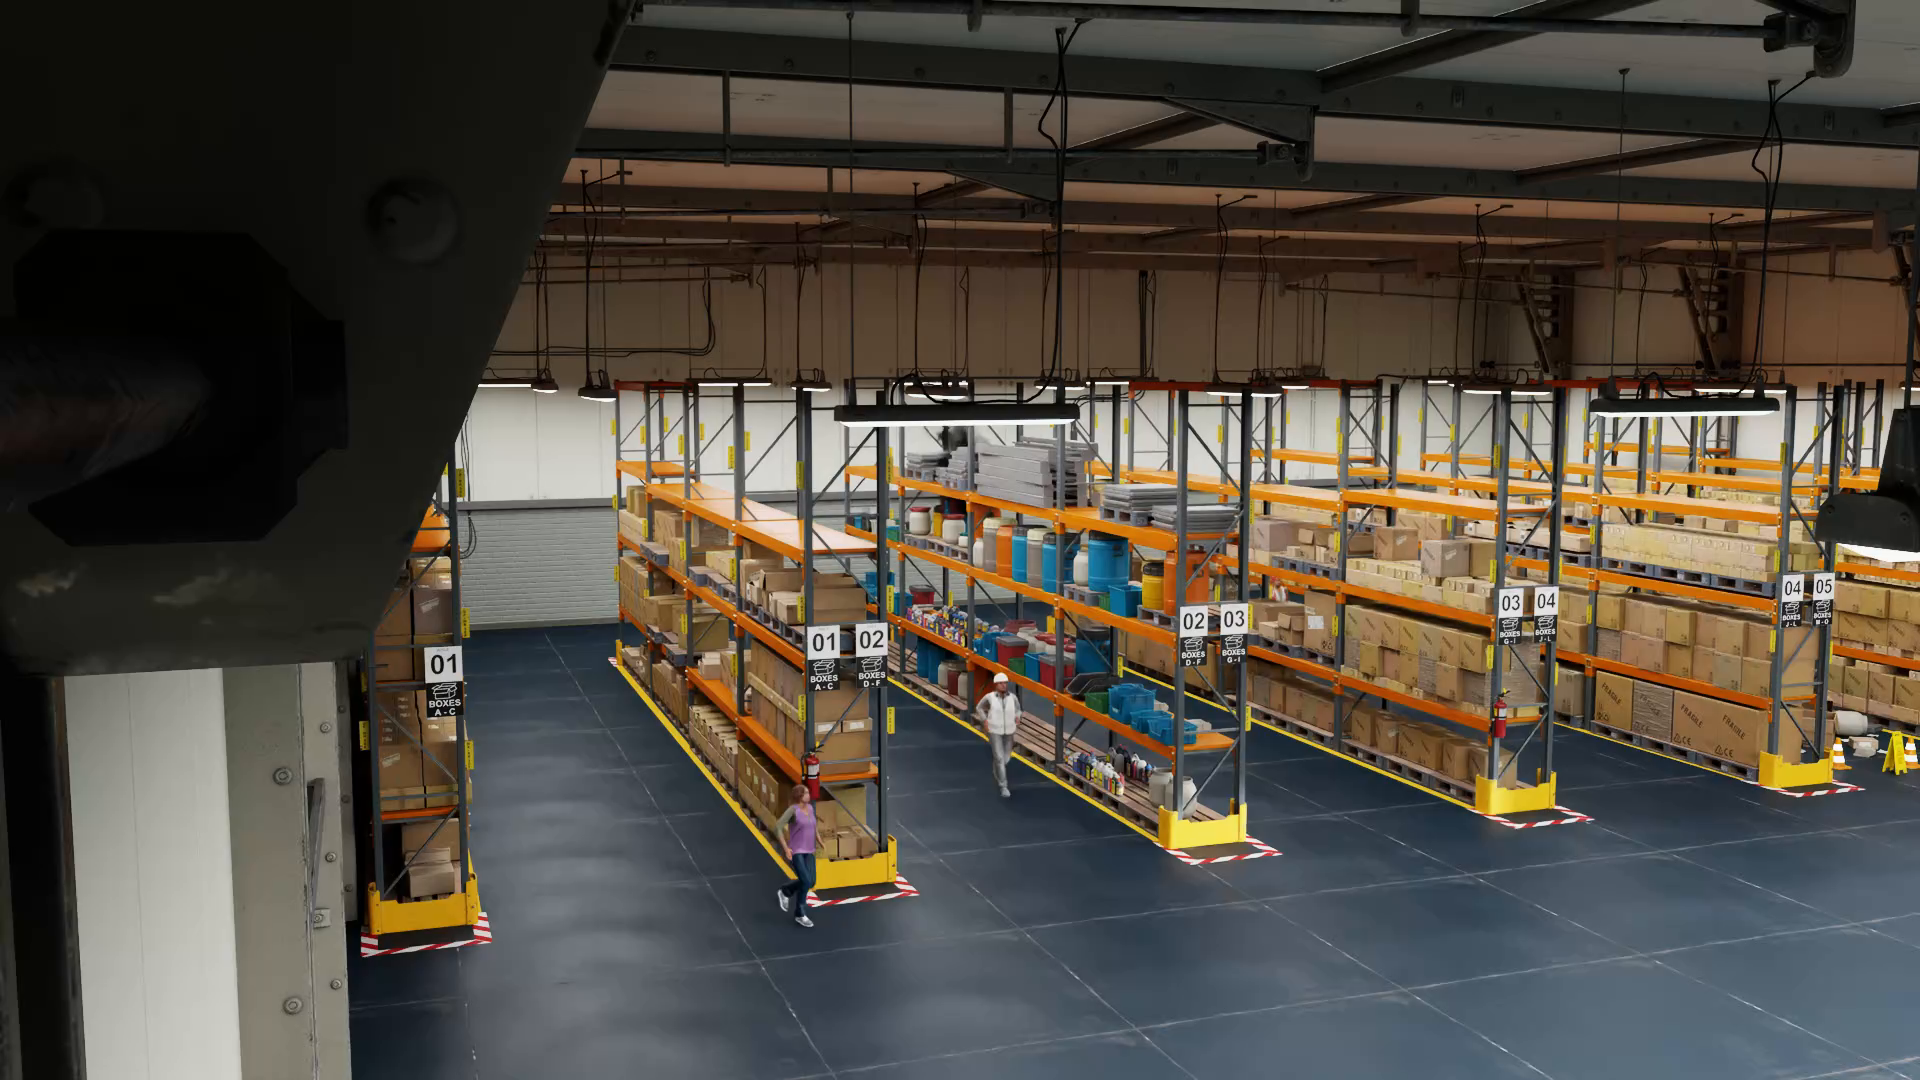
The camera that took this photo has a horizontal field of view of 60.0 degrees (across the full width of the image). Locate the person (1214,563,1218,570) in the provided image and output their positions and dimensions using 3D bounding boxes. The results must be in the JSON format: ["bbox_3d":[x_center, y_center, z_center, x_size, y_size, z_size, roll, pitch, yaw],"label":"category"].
[{"bbox_3d":[5.958,1.401,38.620,0.733,1.726,0.625,-1,6,-9],"label":"person"}]

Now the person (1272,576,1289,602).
[{"bbox_3d":[6.927,1.613,36.177,0.677,1.753,0.850,-1,6,-13],"label":"person"}]

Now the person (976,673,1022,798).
[{"bbox_3d":[0.601,2.850,24.680,0.663,1.778,0.928,-2,6,-17],"label":"person"}]

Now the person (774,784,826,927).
[{"bbox_3d":[-1.825,3.588,18.965,0.581,1.535,0.594,5,8,39],"label":"person"}]
